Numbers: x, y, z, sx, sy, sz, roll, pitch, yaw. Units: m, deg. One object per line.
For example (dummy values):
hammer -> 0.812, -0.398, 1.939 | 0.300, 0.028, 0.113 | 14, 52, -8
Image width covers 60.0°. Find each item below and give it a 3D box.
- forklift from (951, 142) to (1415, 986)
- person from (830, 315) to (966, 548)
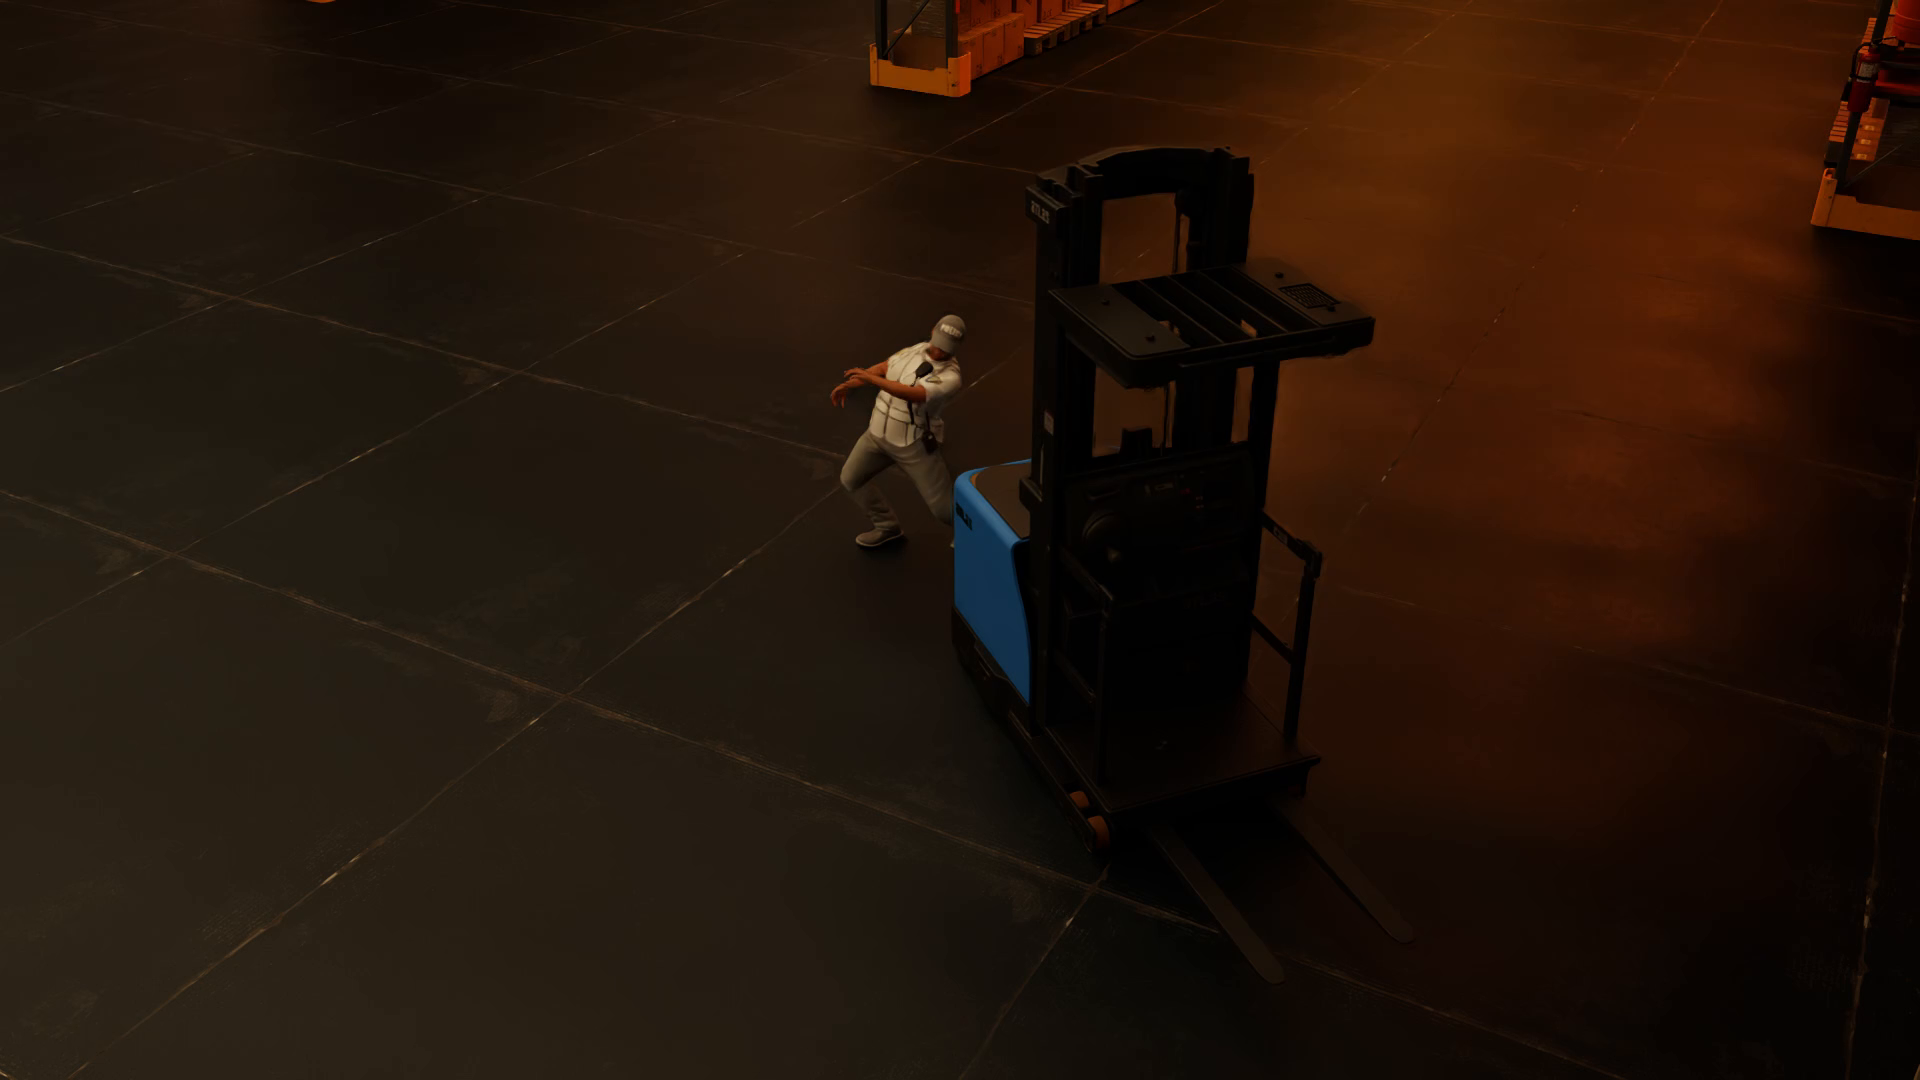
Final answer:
forklift -> 0.974, -0.092, 7.230 | 1.130, 2.935, 3.031 | -11, 32, -19
person -> -0.378, -0.595, 9.532 | 0.895, 1.475, 0.786 | 23, 37, 34
